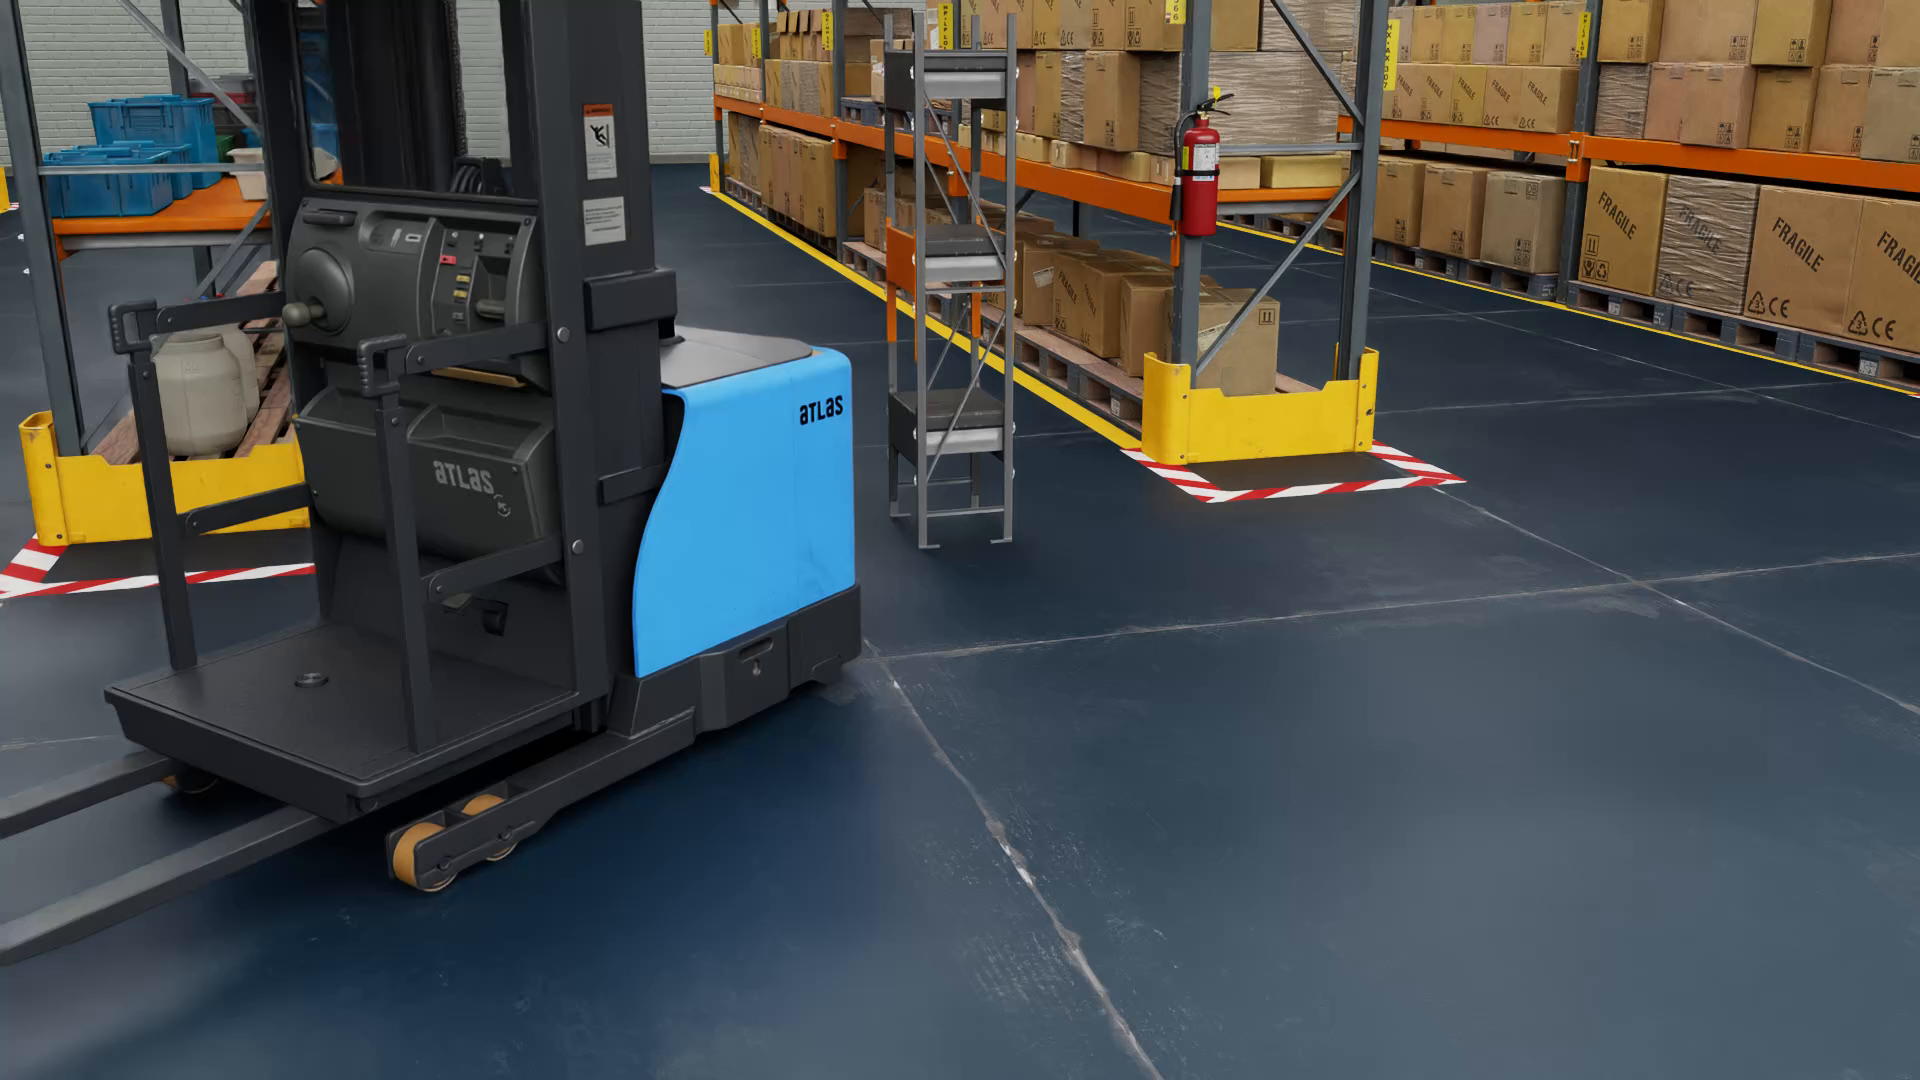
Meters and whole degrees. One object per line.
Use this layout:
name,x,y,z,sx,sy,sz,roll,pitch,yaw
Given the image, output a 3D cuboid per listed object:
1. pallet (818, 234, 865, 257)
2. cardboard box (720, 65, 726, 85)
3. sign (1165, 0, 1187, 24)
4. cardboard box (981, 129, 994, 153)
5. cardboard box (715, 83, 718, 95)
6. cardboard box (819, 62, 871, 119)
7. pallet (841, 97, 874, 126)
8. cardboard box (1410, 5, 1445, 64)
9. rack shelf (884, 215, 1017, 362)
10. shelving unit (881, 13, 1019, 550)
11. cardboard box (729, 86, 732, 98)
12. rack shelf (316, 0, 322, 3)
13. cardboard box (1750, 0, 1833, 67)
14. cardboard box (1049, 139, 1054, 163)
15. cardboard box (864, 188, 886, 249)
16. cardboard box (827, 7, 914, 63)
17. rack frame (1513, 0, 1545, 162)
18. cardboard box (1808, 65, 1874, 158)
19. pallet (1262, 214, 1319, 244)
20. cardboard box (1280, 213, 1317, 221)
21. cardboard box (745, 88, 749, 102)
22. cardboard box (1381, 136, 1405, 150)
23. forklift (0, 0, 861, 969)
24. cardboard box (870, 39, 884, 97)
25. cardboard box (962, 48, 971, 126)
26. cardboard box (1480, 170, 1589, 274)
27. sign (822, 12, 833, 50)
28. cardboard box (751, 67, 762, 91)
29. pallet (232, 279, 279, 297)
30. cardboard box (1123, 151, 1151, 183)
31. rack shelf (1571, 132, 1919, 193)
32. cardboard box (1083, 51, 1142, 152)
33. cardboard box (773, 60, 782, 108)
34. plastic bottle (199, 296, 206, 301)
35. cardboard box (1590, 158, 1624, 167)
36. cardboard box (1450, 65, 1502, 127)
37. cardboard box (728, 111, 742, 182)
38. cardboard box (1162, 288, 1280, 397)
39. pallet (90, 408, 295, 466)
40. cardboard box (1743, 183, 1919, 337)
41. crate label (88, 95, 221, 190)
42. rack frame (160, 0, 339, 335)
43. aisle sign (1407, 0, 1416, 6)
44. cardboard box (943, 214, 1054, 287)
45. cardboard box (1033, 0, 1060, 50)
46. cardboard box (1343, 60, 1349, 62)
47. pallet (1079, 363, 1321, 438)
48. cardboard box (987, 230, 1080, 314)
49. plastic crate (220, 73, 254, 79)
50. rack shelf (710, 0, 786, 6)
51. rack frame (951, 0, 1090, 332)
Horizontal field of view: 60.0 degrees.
pallet,-0.808,-2.975,16.489,1.003,0.211,1.213,-5,17,-15
cardboard box,-2.841,-6.072,21.697,0.500,0.250,0.500,-5,17,-16
sign,0.995,-2.541,7.635,0.100,0.325,0.005,-5,17,-15
cardboard box,0.357,-2.639,10.961,0.380,0.149,0.250,-5,17,-15
cardboard box,-3.082,-6.055,22.331,0.380,0.149,0.250,-4,17,-15
cardboard box,-1.038,-4.251,15.717,0.500,0.500,0.500,-4,17,-14
pallet,-0.366,-3.806,14.741,1.213,0.211,1.003,-5,17,-15
cardboard box,4.530,-4.571,15.043,0.700,0.500,0.500,-5,17,-16
rack shelf,-0.045,-1.038,6.806,0.431,0.518,0.480,-5,17,-15
shelving unit,-0.045,-1.051,6.802,0.431,2.100,0.503,-5,17,-15
cardboard box,-2.727,-5.699,21.148,0.380,0.149,0.250,-5,17,-16
rack shelf,-7.075,-6.446,19.235,1.077,0.370,4.000,-5,17,-15
cardboard box,5.733,-3.379,10.850,0.875,0.550,0.500,-5,17,-15
cardboard box,0.742,-2.297,9.821,0.380,0.149,0.250,-5,17,-15
cardboard box,-0.461,-2.916,15.026,0.700,0.500,0.500,-6,18,-18
cardboard box,-0.849,-4.818,15.861,0.797,0.503,0.637,-4,17,-13
rack frame,7.765,-5.976,21.634,1.000,3.000,0.127,-5,17,-15
cardboard box,5.980,-2.724,10.545,0.875,0.550,0.550,-5,17,-15
pallet,3.919,-3.331,17.675,1.003,0.211,1.213,-5,17,-15
cardboard box,3.700,-3.616,17.391,0.500,0.500,0.500,-5,17,-16
cardboard box,-2.374,-5.344,19.966,0.380,0.149,0.250,-4,17,-14
cardboard box,6.943,-5.882,25.044,0.875,0.438,0.875,-5,18,-17
forklift,-1.562,-0.696,4.175,1.130,2.935,3.031,11,20,32
cardboard box,-0.477,-4.189,14.780,0.500,0.500,0.500,-7,18,-22
cardboard box,0.499,-3.041,11.171,0.875,0.500,0.500,-5,17,-15
cardboard box,4.975,-2.632,13.682,1.050,0.750,0.750,-5,17,-16
sign,-1.197,-4.596,15.026,0.100,0.325,0.005,-5,17,-15
cardboard box,-2.137,-5.365,19.342,0.500,0.250,0.500,-5,17,-16
pallet,-4.919,-1.805,12.594,1.003,0.211,1.213,-5,17,-15
cardboard box,1.071,-1.950,8.666,0.380,0.149,0.250,-5,17,-15
rack shelf,5.782,-2.446,11.133,1.077,0.370,4.000,-5,17,-15
cardboard box,1.157,-2.347,8.860,0.875,0.500,0.500,-5,17,-15
cardboard box,-1.738,-4.955,18.059,0.500,0.500,0.500,-5,17,-15
plastic bottle,-4.661,-1.370,10.275,0.097,0.271,0.097,0,17,0
cardboard box,8.268,-4.745,20.499,0.875,0.875,0.875,-4,17,-14
cardboard box,4.554,-3.795,14.197,0.500,0.500,0.500,-5,17,-15
cardboard box,-2.610,-5.312,22.386,0.875,0.875,0.875,-5,17,-15
cardboard box,1.379,-1.052,8.854,0.500,0.500,0.500,-1,17,-5
pallet,-3.512,-0.389,7.880,1.003,0.211,1.213,-5,17,-15
cardboard box,5.837,-1.847,10.849,0.875,0.875,0.875,-5,17,-16
crate label,-3.994,-1.987,8.290,0.502,0.435,0.616,-5,17,-15
rack frame,-4.327,-2.588,10.355,1.000,3.000,0.127,-5,17,-15
aisle sign,6.944,-8.372,25.091,0.394,0.787,0.004,-5,17,-15
cardboard box,0.287,-2.165,12.526,0.700,0.500,0.500,-6,18,-20
cardboard box,0.738,-3.091,9.598,0.500,0.500,0.500,-5,17,-15
cardboard box,4.116,-4.898,17.234,0.380,0.149,0.250,-4,17,-13
pallet,1.324,-0.787,9.204,1.003,0.211,1.213,-5,17,-15
cardboard box,0.507,-1.870,11.579,0.500,0.500,0.500,-5,18,-17
plastic crate,-5.277,-3.254,12.460,0.402,0.464,0.583,-5,17,-15
rack shelf,-2.313,-6.838,20.539,1.077,0.370,4.000,-5,17,-15
rack frame,0.435,-2.980,11.658,1.000,3.000,0.127,-5,17,-15
